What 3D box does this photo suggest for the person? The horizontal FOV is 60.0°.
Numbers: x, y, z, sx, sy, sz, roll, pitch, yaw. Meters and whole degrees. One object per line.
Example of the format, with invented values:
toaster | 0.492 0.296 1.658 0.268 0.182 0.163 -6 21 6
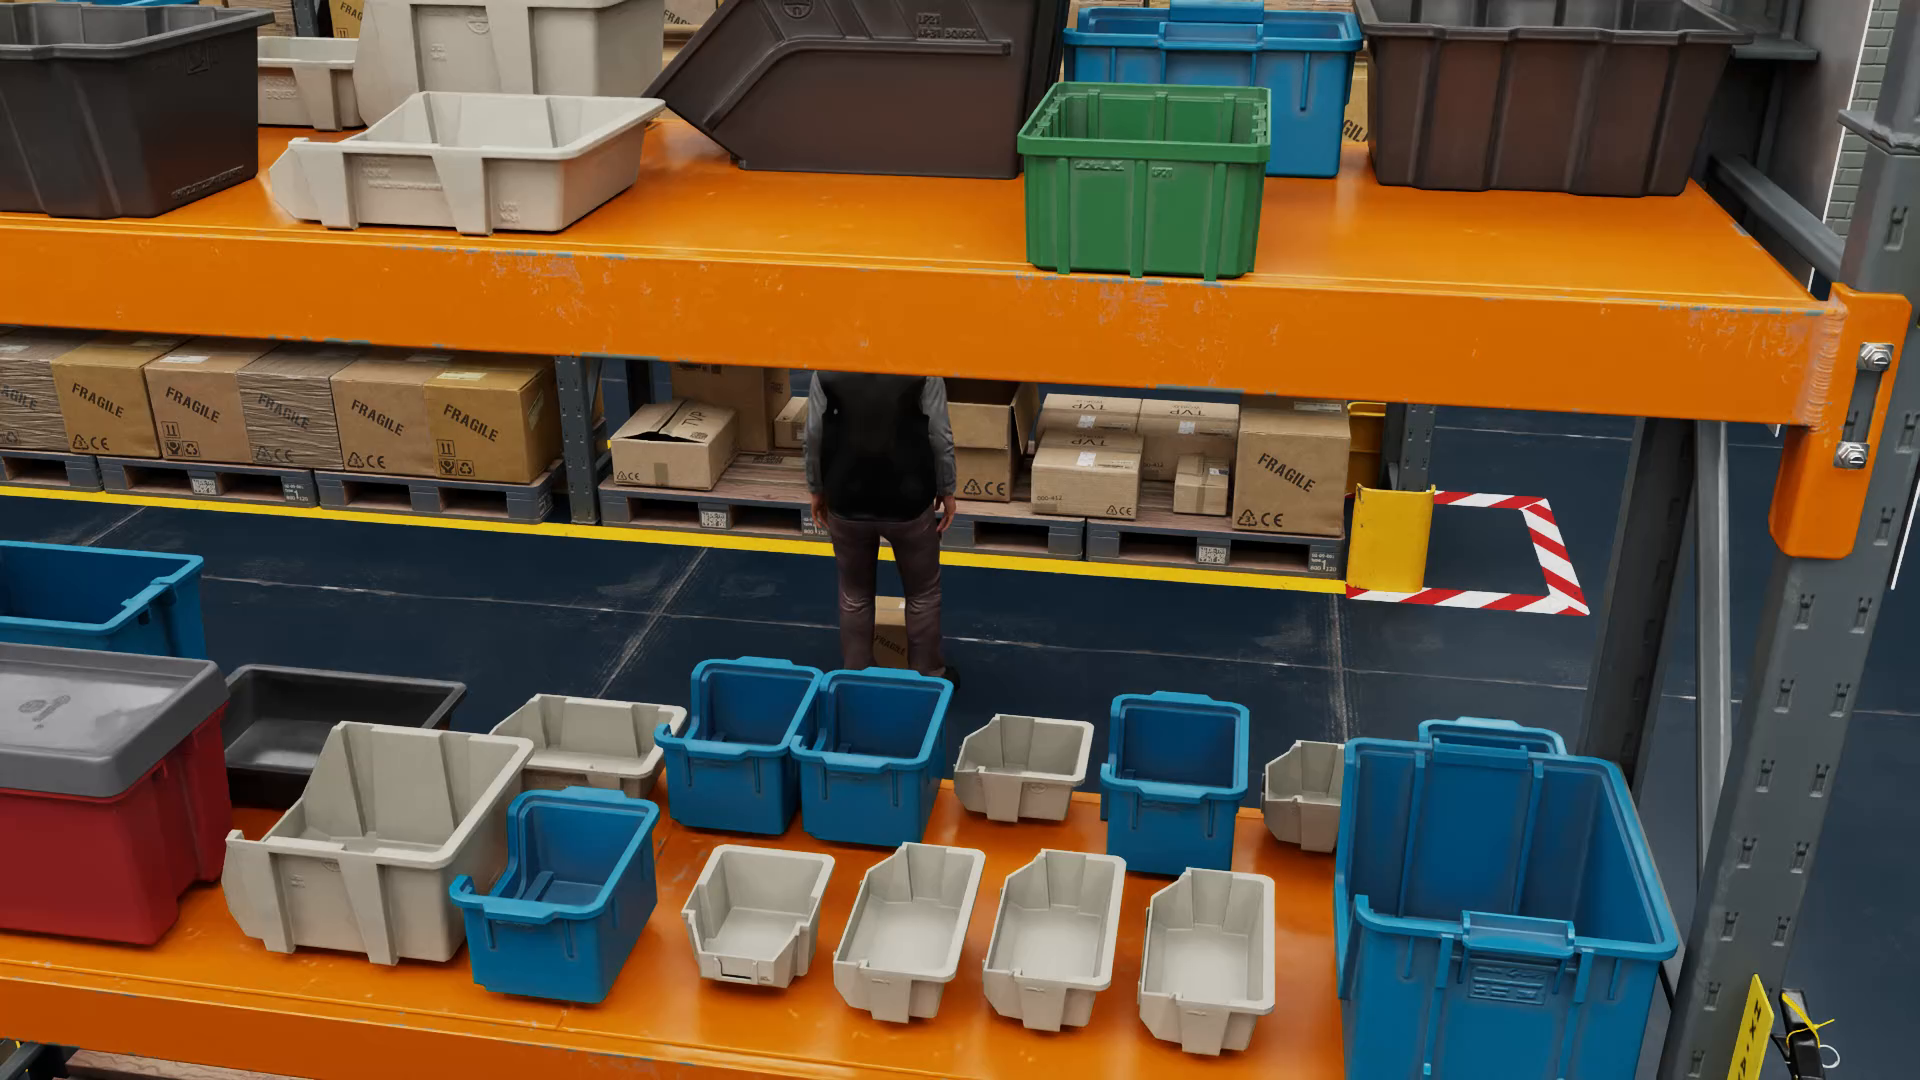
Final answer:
person | -0.305 -0.142 6.443 0.593 1.721 0.418 3 25 5
